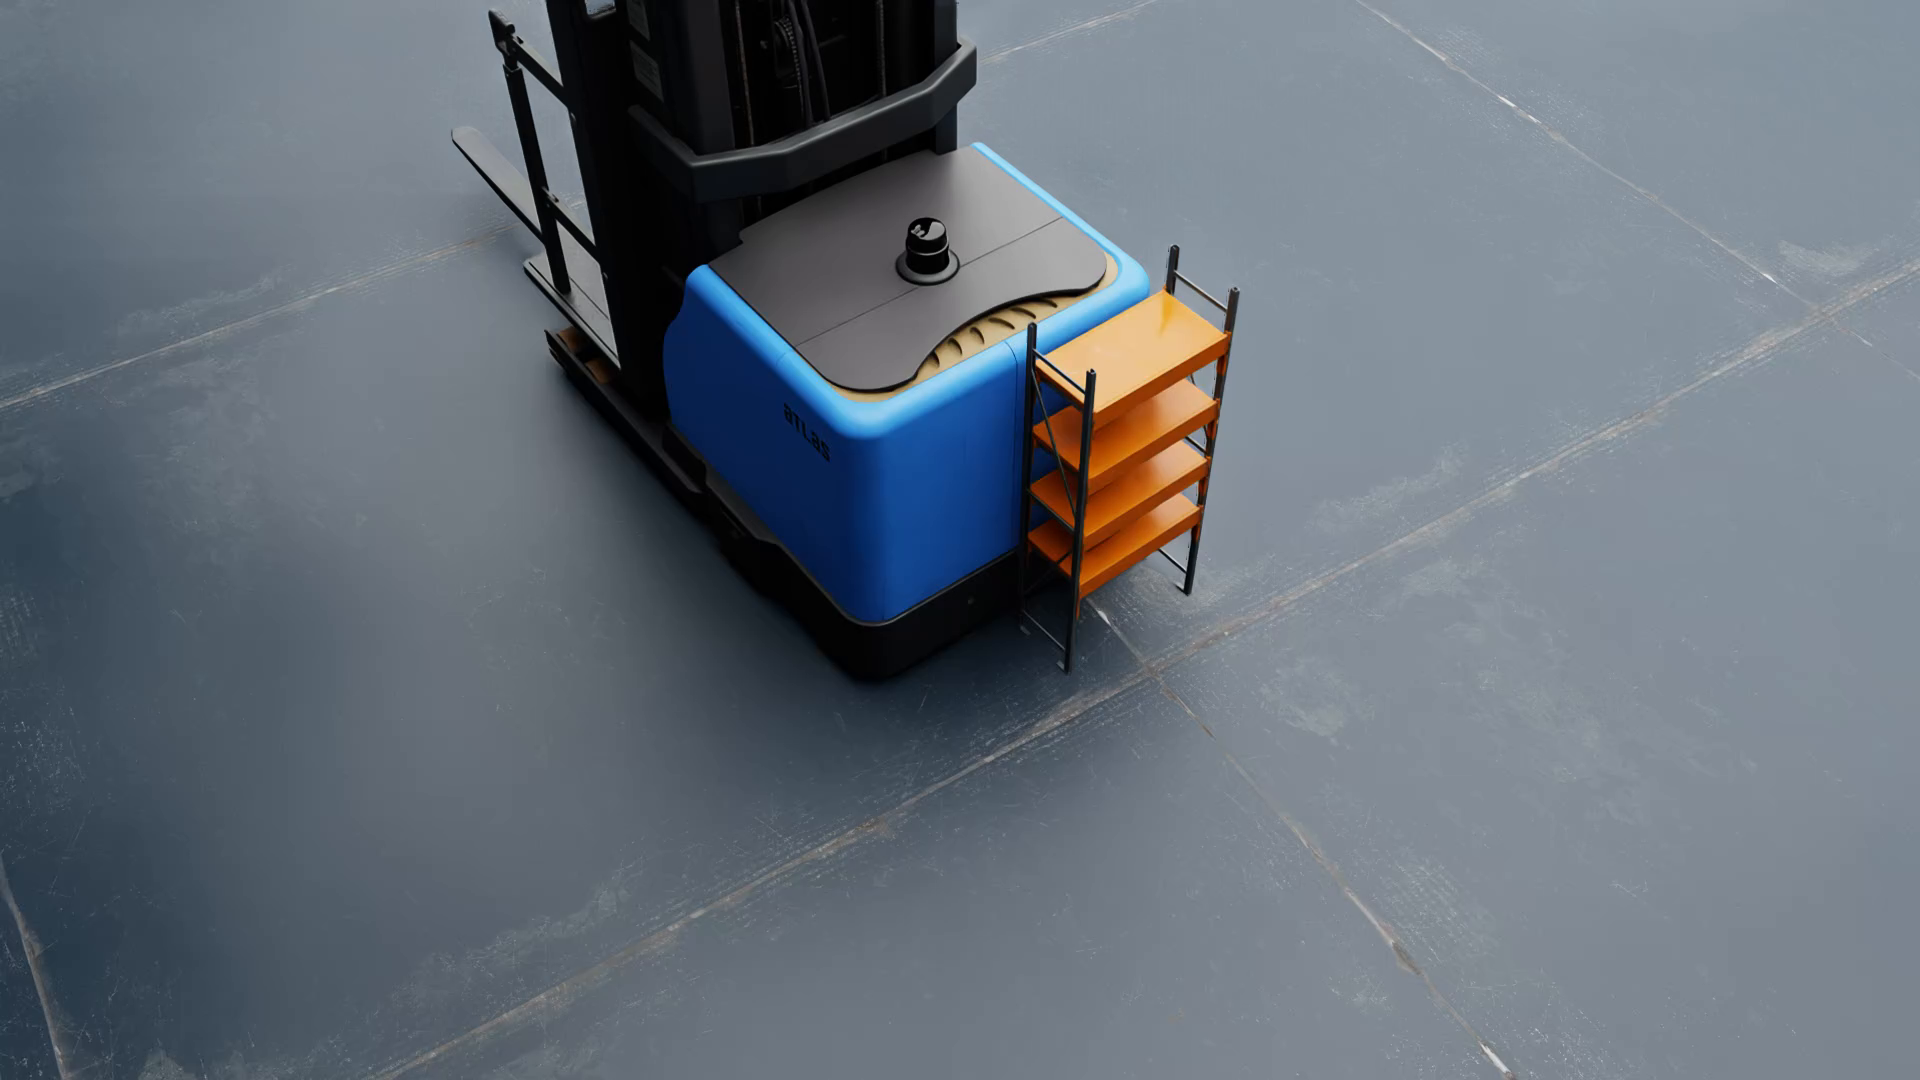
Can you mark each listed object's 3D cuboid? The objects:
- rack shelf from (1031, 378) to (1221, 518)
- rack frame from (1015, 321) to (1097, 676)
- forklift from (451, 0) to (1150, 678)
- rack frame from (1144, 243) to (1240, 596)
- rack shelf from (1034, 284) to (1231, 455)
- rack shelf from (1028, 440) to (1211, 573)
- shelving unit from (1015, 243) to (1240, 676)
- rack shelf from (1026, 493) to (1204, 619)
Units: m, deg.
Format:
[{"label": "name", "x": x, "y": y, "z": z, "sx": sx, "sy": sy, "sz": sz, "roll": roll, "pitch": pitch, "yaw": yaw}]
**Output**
[{"label": "rack shelf", "x": 0.439, "y": -0.291, "z": 4.496, "sx": 0.480, "sy": 0.148, "sz": 0.258, "roll": -31, "pitch": 55, "yaw": -25}, {"label": "rack frame", "x": 0.249, "y": -0.072, "z": 4.511, "sx": 0.015, "sy": 1.200, "sz": 0.240, "roll": -31, "pitch": 55, "yaw": -25}, {"label": "forklift", "x": -0.761, "y": -1.634, "z": 4.743, "sx": 1.130, "sy": 2.935, "sz": 3.031, "roll": -30, "pitch": 55, "yaw": -24}, {"label": "rack frame", "x": 0.629, "y": -0.301, "z": 4.715, "sx": 0.015, "sy": 1.200, "sz": 0.240, "roll": -31, "pitch": 55, "yaw": -25}, {"label": "rack shelf", "x": 0.439, "y": -0.448, "z": 4.319, "sx": 0.480, "sy": 0.148, "sz": 0.258, "roll": -31, "pitch": 55, "yaw": -25}, {"label": "rack shelf", "x": 0.439, "y": -0.142, "z": 4.663, "sx": 0.480, "sy": 0.148, "sz": 0.258, "roll": -31, "pitch": 55, "yaw": -25}, {"label": "shelving unit", "x": 0.439, "y": -0.187, "z": 4.613, "sx": 0.503, "sy": 1.200, "sz": 0.258, "roll": -31, "pitch": 55, "yaw": -25}, {"label": "rack shelf", "x": 0.439, "y": -0.010, "z": 4.811, "sx": 0.480, "sy": 0.148, "sz": 0.258, "roll": -31, "pitch": 55, "yaw": -25}]
